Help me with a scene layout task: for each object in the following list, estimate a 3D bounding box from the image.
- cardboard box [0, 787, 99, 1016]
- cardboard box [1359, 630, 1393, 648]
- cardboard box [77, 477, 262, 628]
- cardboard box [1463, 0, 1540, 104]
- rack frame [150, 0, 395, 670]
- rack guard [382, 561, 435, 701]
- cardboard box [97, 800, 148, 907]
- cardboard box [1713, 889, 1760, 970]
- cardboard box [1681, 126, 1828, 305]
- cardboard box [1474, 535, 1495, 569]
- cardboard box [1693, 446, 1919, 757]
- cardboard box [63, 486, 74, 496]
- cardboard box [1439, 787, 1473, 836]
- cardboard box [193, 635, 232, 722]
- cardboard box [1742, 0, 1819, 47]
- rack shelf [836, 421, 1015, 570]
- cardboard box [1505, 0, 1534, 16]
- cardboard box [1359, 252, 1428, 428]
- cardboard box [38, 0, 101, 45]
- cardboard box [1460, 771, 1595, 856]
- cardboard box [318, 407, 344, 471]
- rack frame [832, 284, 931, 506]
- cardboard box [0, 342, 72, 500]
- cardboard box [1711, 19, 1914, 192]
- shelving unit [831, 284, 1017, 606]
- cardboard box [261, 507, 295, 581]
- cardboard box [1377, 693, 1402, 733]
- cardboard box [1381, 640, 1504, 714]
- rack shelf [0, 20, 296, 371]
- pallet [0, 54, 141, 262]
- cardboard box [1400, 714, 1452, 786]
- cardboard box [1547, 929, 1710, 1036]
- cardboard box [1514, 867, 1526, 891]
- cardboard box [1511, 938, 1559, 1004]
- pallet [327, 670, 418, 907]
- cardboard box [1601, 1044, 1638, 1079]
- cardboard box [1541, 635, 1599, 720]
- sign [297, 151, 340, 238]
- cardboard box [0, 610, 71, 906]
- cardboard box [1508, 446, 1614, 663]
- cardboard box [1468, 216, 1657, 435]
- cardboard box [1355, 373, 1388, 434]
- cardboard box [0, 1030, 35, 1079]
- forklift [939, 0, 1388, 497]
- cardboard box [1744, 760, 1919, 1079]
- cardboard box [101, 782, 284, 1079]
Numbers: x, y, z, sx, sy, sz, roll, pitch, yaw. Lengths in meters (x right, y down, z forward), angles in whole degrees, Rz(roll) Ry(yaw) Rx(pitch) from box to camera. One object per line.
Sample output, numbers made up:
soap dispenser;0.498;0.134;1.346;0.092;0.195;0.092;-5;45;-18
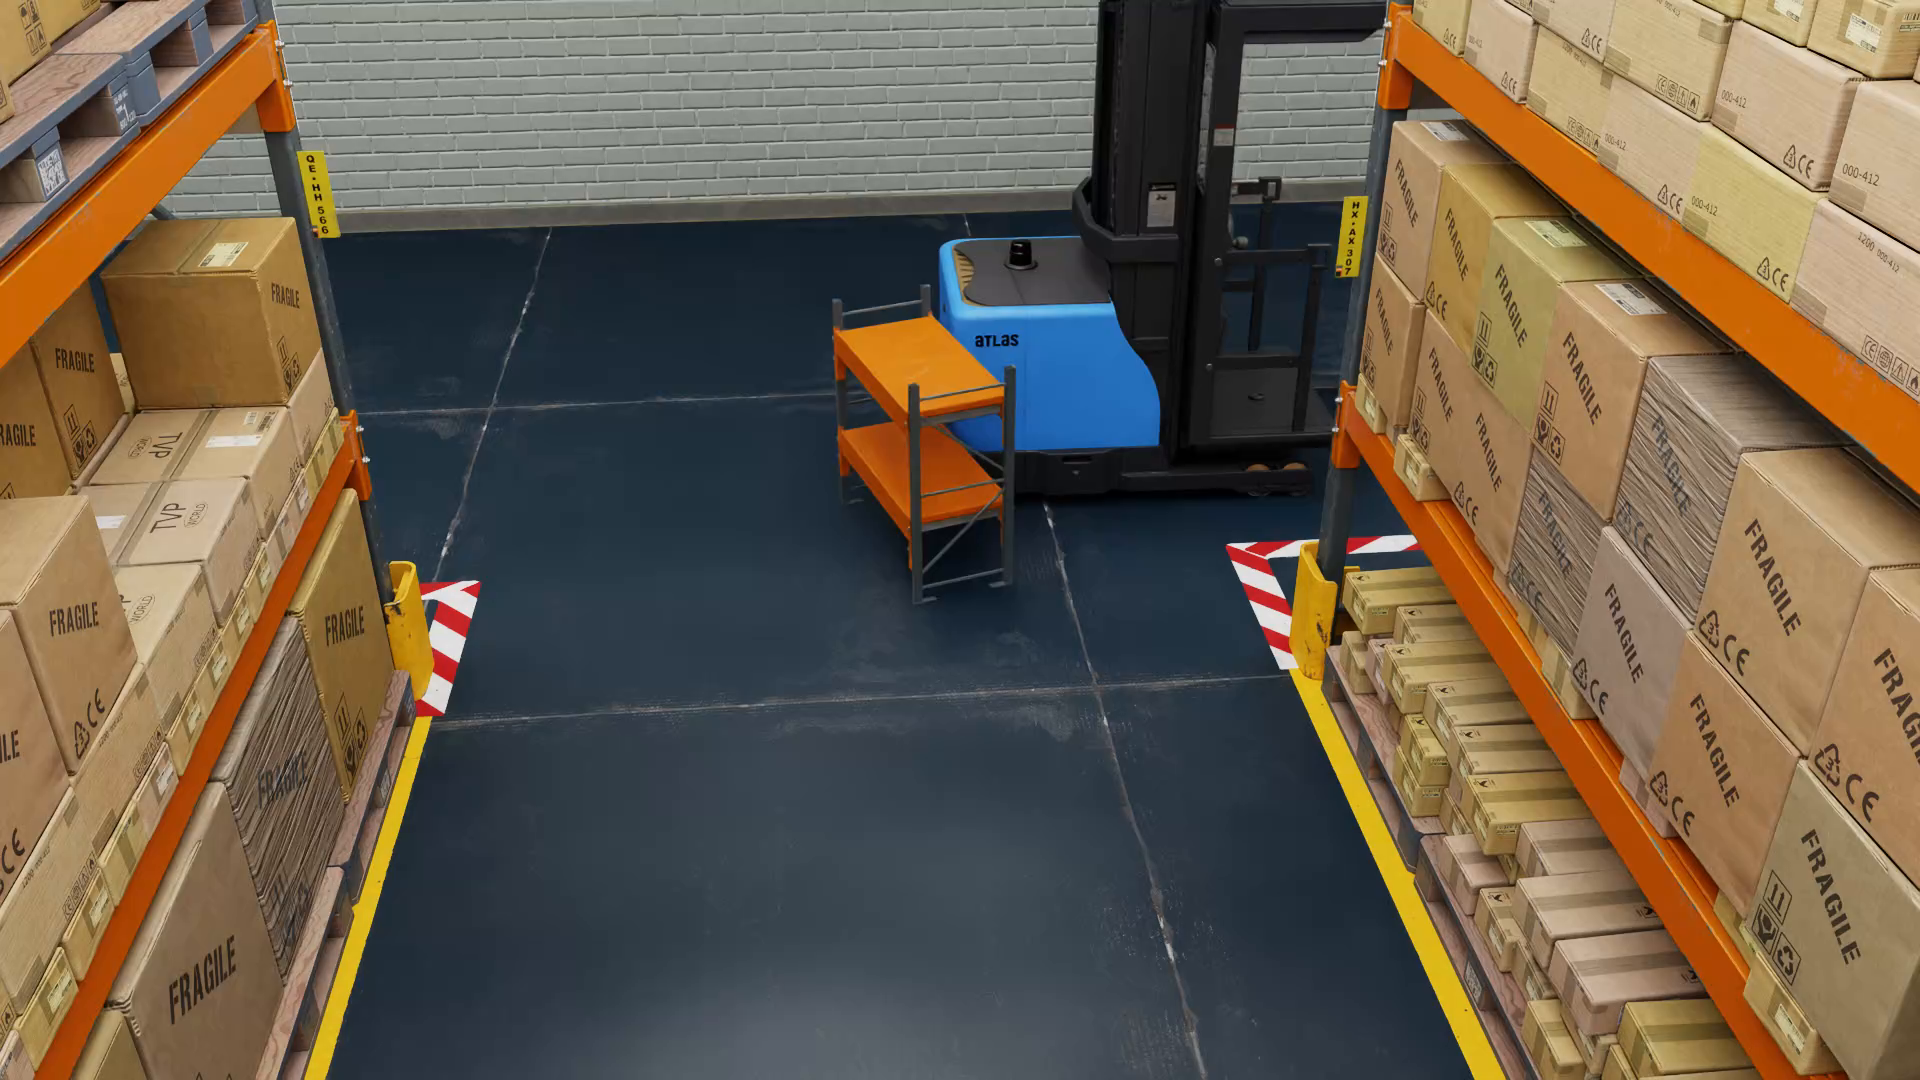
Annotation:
cardboard box;-2.338;0.830;3.792;0.500;0.250;0.500;-3;31;-5
cardboard box;1.854;0.367;6.791;0.380;0.149;0.250;-2;31;-3
cardboard box;-2.483;0.048;5.101;0.500;0.250;0.500;-4;31;-6
cardboard box;1.893;-1.541;5.127;0.500;0.250;0.500;-2;31;-3
rack frame;-2.887;-0.643;6.401;1.000;3.000;0.127;-3;31;-5
rack guard;-2.889;0.418;7.062;1.175;0.500;0.348;-3;31;-5
cardboard box;-2.310;0.807;4.218;0.380;0.149;0.250;-3;31;-5
cardboard box;2.077;0.921;4.027;0.380;0.149;0.250;-2;31;-3
cardboard box;2.037;-0.762;3.822;0.500;0.250;0.500;-3;31;-5
cardboard box;1.963;-0.006;5.580;0.380;0.149;0.250;-3;31;-5
cardboard box;2.068;0.123;3.756;0.500;0.500;0.500;-4;31;-6
cardboard box;-3.012;0.074;5.057;0.500;0.250;0.500;-4;31;-6
cardboard box;1.961;1.015;5.995;0.380;0.149;0.250;-3;31;-4
cardboard box;-2.383;0.412;4.880;0.380;0.149;0.250;-2;31;-4
cardboard box;1.987;-1.201;3.681;0.380;0.149;0.250;-3;31;-5
rack shelf;-0.183;-0.265;8.073;0.538;0.278;1.000;-12;33;-19
cardboard box;1.893;-1.764;5.011;0.500;0.250;0.500;-3;31;-5
cardboard box;1.828;-0.757;6.204;0.500;0.500;0.500;-1;31;-2
cardboard box;-2.852;-1.640;4.542;0.700;0.500;0.500;-4;31;-6
cardboard box;1.914;0.914;5.584;0.380;0.149;0.250;-2;31;-4
cardboard box;-2.526;-0.369;6.187;0.380;0.149;0.250;-2;31;-4
rack frame;-0.379;-0.716;8.350;0.500;1.125;0.032;-12;33;-19
cardboard box;-3.010;-0.250;4.869;0.500;0.500;0.500;-4;31;-6
cardboard box;2.048;-0.980;3.699;0.500;0.250;0.500;-2;31;-3
shelving unit;-0.184;-0.475;7.947;0.538;1.125;1.048;-12;33;-19
cardboard box;-2.455;0.020;5.536;0.380;0.149;0.250;-2;31;-4
cardboard box;1.897;0.628;6.645;0.380;0.149;0.250;-3;31;-5
cardboard box;1.813;0.513;6.256;0.380;0.149;0.250;-3;31;-5
rack shelf;-2.700;-0.600;4.106;1.077;0.370;4.000;-3;31;-5
pallet;-2.690;-0.890;3.976;1.003;0.211;1.213;-3;31;-5
cardboard box;1.851;0.767;6.122;0.380;0.149;0.250;-2;31;-3
cardboard box;1.985;1.307;4.927;0.380;0.149;0.250;-4;31;-7
cardboard box;2.052;1.172;5.442;0.380;0.149;0.250;-1;31;-2
cardboard box;2.005;1.409;5.337;0.380;0.149;0.250;-2;31;-4
pallet;-2.734;0.959;6.438;1.003;0.211;1.213;-3;31;-5
cardboard box;2.083;1.578;4.764;0.380;0.149;0.250;-2;31;-4
cardboard box;1.957;0.392;4.913;0.380;0.149;0.250;-2;31;-4
sign;-2.345;-1.260;6.075;0.100;0.325;0.005;-3;31;-5
cardboard box;-2.342;0.506;3.603;0.500;0.500;0.500;-3;31;-5
cardboard box;1.990;0.026;4.894;0.500;0.500;0.500;-4;31;-6
cardboard box;1.918;-0.663;5.071;0.500;0.500;0.500;-3;31;-6
cardboard box;1.765;-0.540;6.473;0.380;0.149;0.250;-3;31;-5
cardboard box;-2.234;1.206;3.550;0.380;0.149;0.250;-4;31;-6
forklift;1.420;-1.750;8.322;3.031;2.935;1.130;-2;31;-4
cardboard box;2.108;0.810;3.582;0.500;0.500;0.500;-3;31;-5
cardboard box;-2.579;1.331;4.759;0.875;0.875;0.875;-3;31;-5
